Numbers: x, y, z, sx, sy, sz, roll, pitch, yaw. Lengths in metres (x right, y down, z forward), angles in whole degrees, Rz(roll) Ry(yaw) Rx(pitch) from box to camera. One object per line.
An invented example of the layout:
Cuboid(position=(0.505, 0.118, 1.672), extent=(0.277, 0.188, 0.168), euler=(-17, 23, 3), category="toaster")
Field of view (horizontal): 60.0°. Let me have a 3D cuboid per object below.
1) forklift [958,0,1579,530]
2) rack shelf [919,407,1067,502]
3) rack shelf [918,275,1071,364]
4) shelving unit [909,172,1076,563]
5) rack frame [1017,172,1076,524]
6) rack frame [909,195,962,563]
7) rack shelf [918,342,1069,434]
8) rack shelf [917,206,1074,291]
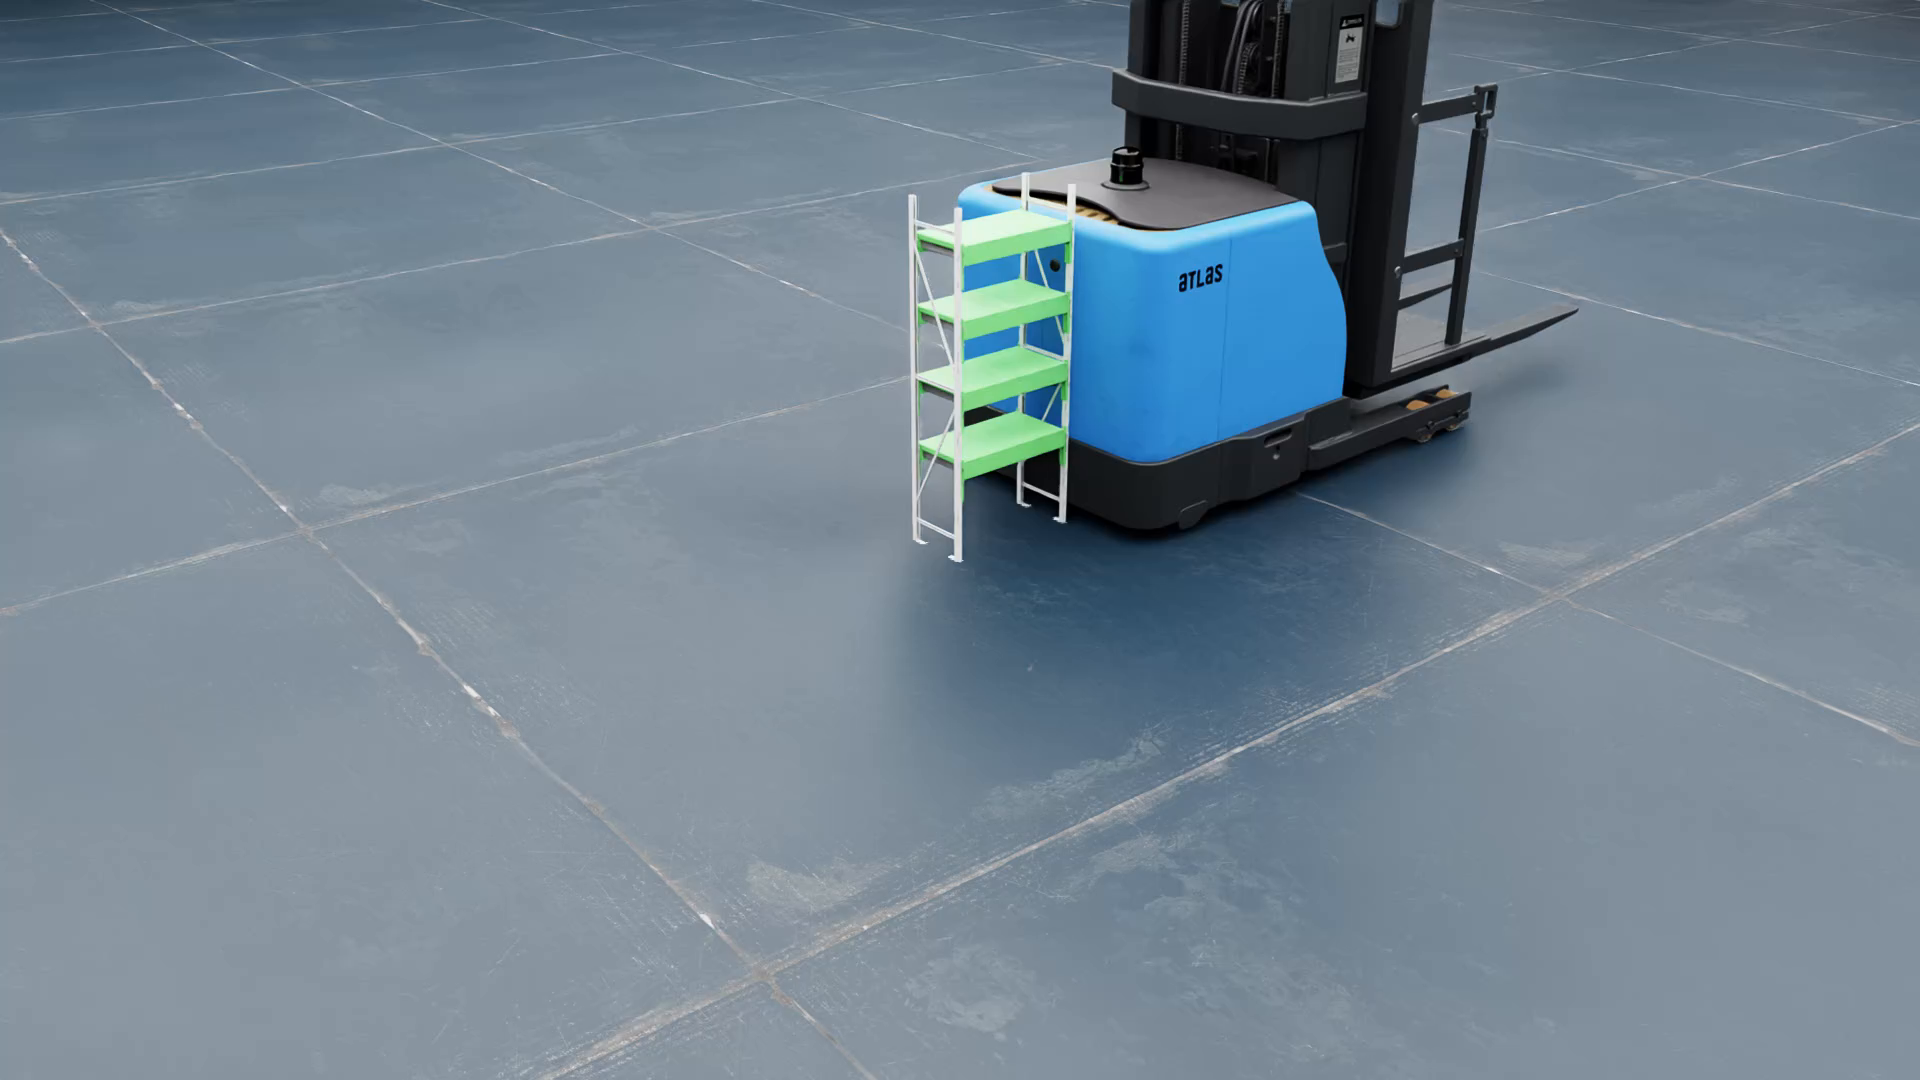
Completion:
Cuboid(position=(1.422, -1.863, 6.283), extent=(3.031, 2.935, 1.130), euler=(-20, 32, -36), category="forklift")
Cuboid(position=(0.106, -0.297, 5.687), extent=(0.480, 0.148, 0.258), euler=(-20, 32, -37), category="rack shelf")
Cuboid(position=(0.106, -0.733, 5.485), extent=(0.480, 0.148, 0.258), euler=(-20, 32, -37), category="rack shelf")
Cuboid(position=(0.106, -0.573, 5.559), extent=(0.503, 1.200, 0.258), euler=(-20, 32, -37), category="shelving unit")
Cuboid(position=(0.290, -0.640, 5.704), extent=(0.015, 1.200, 0.240), euler=(-20, 32, -37), category="rack frame")
Cuboid(position=(-0.078, -0.506, 5.414), extent=(0.015, 1.200, 0.240), euler=(-20, 32, -37), category="rack frame")
Cuboid(position=(0.106, -0.515, 5.586), extent=(0.480, 0.148, 0.258), euler=(-20, 32, -37), category="rack shelf")
Cuboid(position=(0.106, -0.950, 5.384), extent=(0.480, 0.148, 0.258), euler=(-20, 32, -37), category="rack shelf")
